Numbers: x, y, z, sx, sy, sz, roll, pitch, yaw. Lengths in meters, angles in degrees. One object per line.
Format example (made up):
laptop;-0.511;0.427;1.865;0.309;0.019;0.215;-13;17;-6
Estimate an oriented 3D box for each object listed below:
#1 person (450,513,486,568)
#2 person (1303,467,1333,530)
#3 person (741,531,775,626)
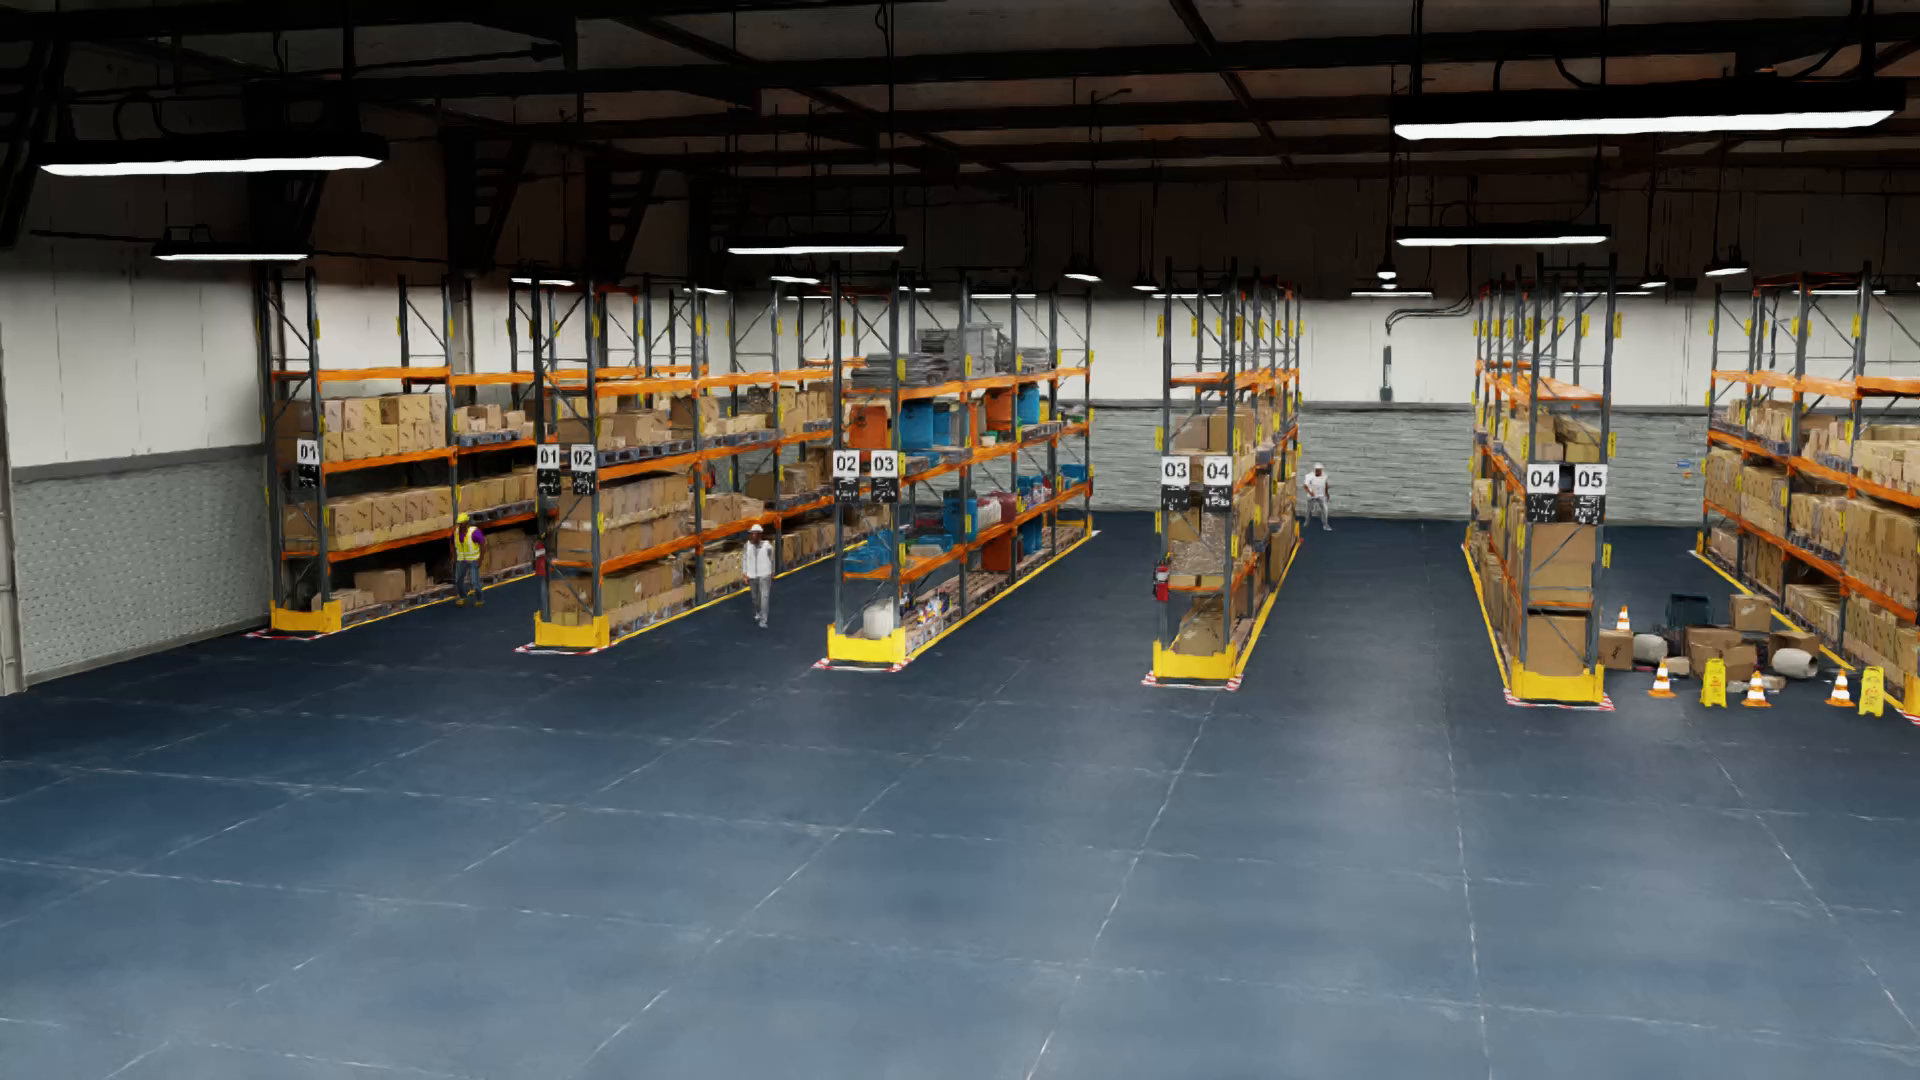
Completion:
person;-8.918;-0.004;29.966;0.719;0.981;0.485;2;7;12
person;8.897;-1.092;41.512;0.708;1.667;0.841;0;7;-2
person;-3.430;0.608;28.187;0.538;1.648;1.026;1;7;7
